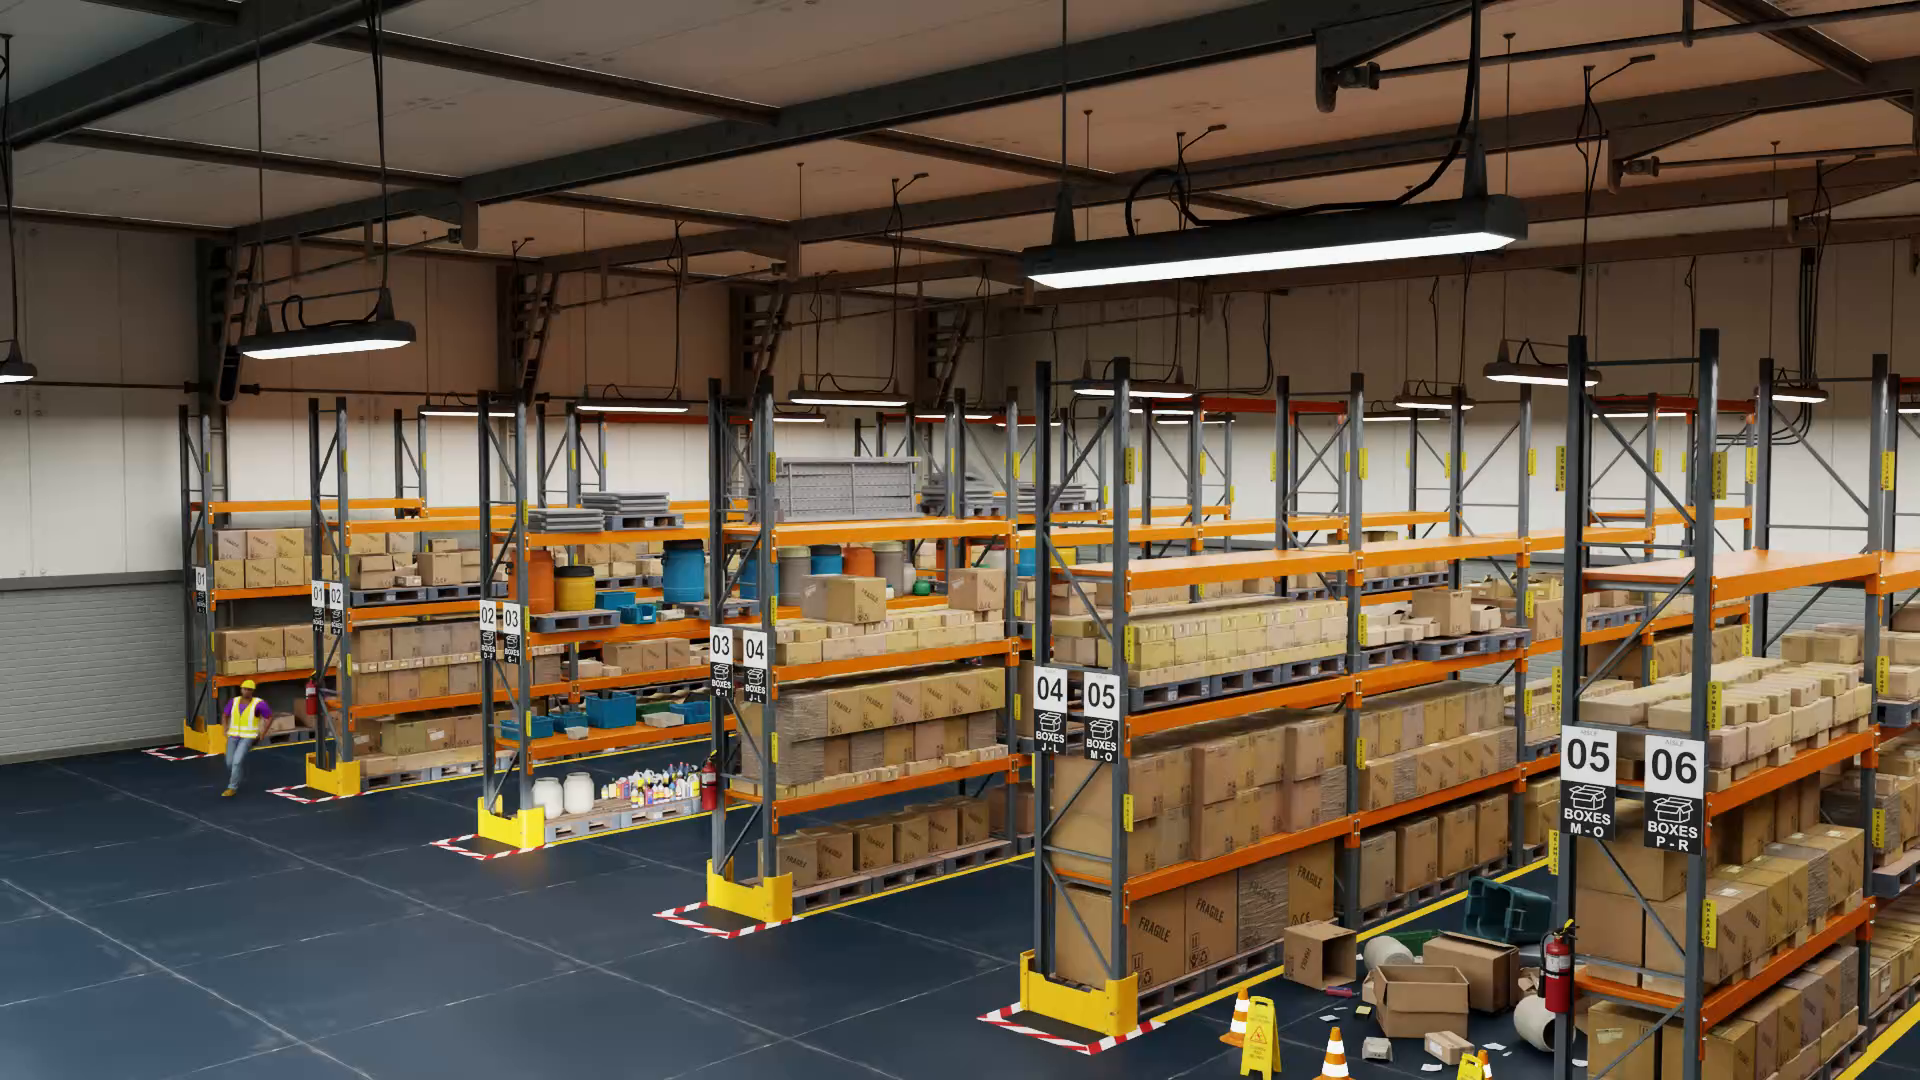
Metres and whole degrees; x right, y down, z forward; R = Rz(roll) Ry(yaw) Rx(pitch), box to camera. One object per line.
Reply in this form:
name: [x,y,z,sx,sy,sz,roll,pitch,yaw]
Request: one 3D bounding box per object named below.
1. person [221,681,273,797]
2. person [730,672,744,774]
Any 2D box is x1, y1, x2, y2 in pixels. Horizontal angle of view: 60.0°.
person: [-10.809,2.979,25.161,0.757,1.727,0.720,0,3,-3]
person: [-3.518,2.874,26.762,0.646,1.753,0.798,2,4,39]
